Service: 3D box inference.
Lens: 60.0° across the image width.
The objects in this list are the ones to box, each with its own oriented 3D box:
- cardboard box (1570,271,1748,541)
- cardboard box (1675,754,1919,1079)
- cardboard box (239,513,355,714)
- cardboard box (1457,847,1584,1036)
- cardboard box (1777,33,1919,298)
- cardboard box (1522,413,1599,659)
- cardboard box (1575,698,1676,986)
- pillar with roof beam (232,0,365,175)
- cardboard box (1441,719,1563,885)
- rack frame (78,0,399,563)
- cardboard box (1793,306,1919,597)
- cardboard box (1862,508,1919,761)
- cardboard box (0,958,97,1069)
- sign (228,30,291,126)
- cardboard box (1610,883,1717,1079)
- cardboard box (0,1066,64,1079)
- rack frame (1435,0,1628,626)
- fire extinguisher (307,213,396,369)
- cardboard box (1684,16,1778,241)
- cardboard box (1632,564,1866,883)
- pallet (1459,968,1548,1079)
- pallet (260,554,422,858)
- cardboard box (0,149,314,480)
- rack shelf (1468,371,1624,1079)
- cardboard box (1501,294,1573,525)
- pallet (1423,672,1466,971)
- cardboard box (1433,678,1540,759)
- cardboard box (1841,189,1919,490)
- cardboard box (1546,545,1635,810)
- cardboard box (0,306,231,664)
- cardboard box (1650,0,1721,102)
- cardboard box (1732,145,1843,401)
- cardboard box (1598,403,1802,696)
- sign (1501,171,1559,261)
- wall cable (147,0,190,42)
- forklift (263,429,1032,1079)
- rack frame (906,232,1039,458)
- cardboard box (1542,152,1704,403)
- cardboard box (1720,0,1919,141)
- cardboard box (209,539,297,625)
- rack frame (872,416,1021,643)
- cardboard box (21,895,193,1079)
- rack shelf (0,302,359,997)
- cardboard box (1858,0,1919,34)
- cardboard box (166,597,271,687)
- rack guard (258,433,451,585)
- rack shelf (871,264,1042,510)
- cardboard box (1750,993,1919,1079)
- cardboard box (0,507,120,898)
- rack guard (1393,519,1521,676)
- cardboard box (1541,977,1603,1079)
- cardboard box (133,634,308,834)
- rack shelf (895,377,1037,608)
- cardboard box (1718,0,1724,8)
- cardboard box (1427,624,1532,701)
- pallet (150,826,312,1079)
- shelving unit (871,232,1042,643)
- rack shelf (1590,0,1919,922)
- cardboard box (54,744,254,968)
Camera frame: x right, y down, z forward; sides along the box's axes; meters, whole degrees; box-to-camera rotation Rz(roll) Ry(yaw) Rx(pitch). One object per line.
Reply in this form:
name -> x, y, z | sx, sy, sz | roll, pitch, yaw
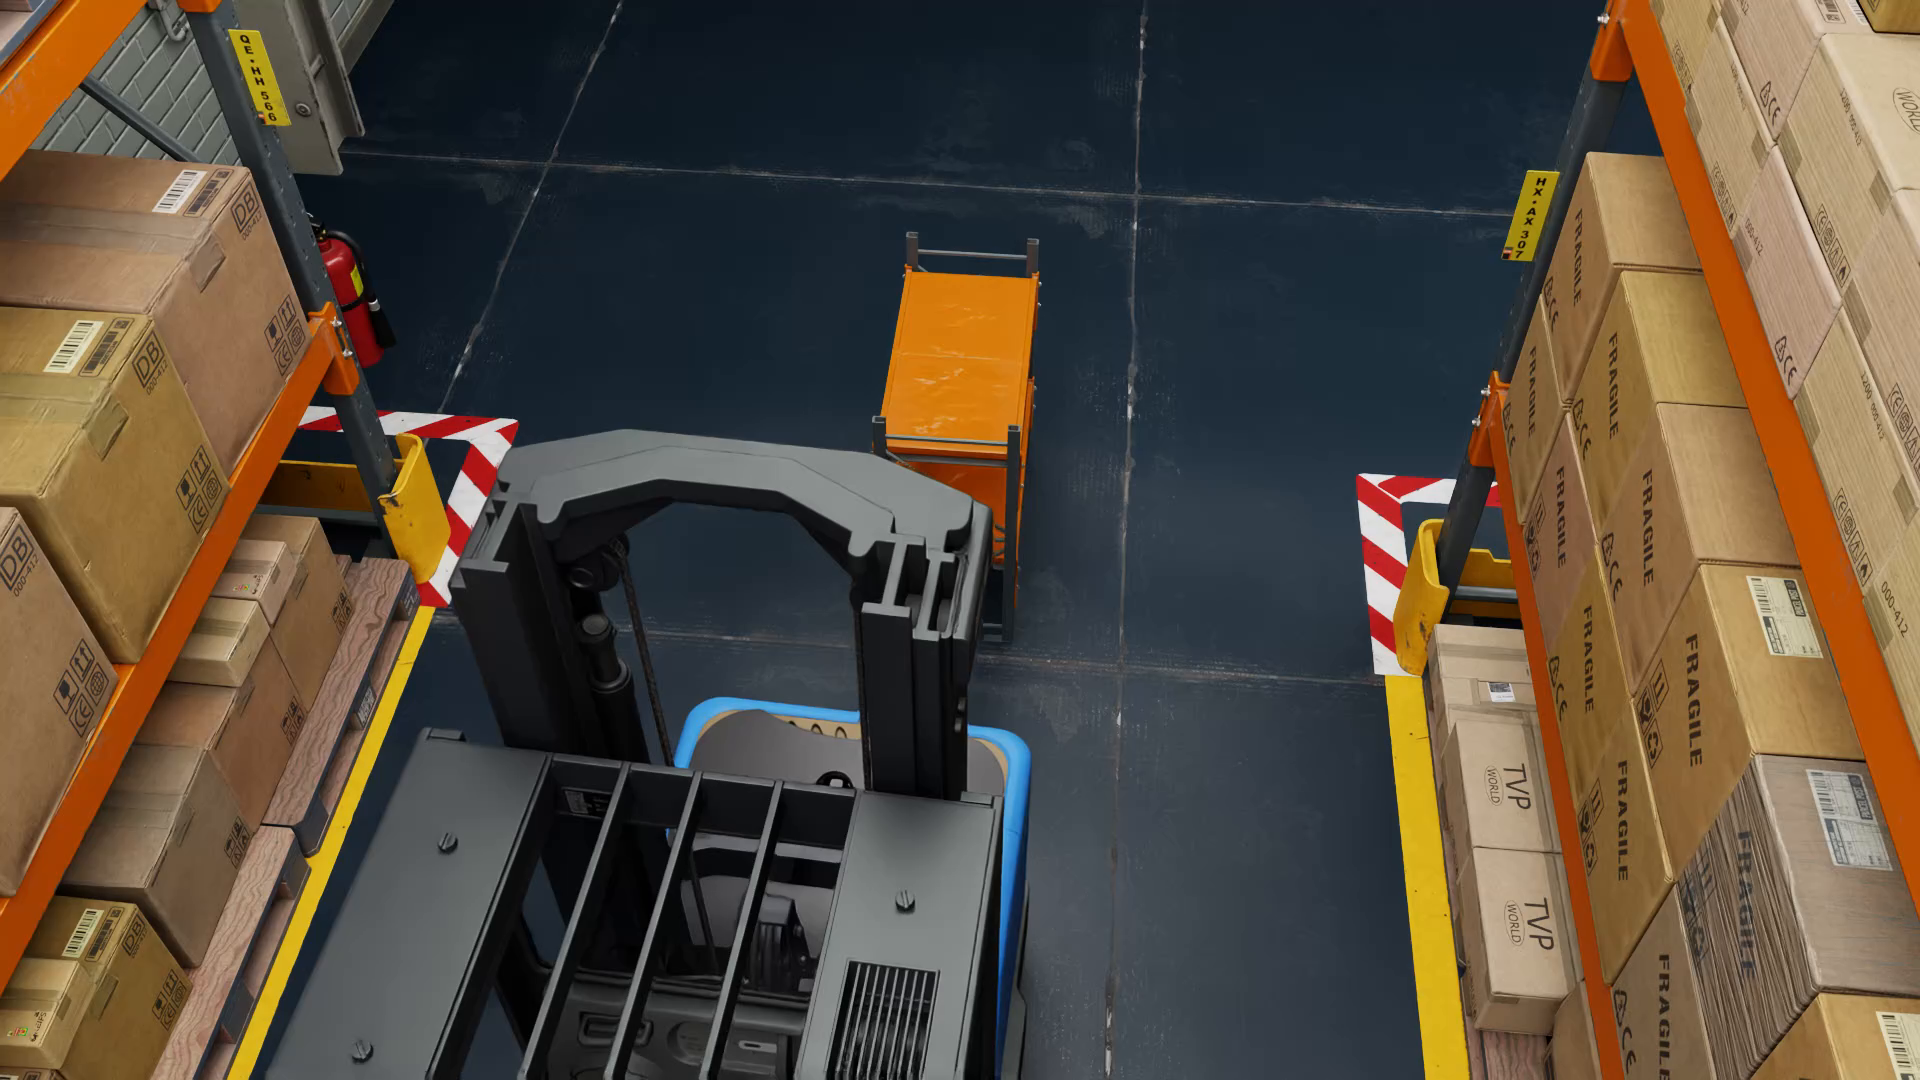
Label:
cardboard box -> 1.922, -0.326, 4.270 | 0.500, 0.500, 0.500 | 4, 48, 4
cardboard box -> 1.779, 0.785, 3.254 | 0.500, 0.500, 0.500 | 4, 48, 4
cardboard box -> -2.633, 0.245, 5.902 | 0.700, 0.500, 0.500 | 4, 48, 4
cardboard box -> 1.842, 1.247, 5.142 | 0.500, 0.250, 0.500 | 4, 48, 4
cardboard box -> 1.867, -0.683, 3.072 | 0.500, 0.250, 0.500 | 4, 48, 4
cardboard box -> 1.920, 0.007, 4.643 | 0.500, 0.500, 0.500 | 3, 48, 3
cardboard box -> 1.824, 0.742, 3.970 | 0.500, 0.500, 0.500 | 4, 48, 4
pillar with roof beam -> 1.003, -4.755, 5.001 | 9.100, 9.000, 0.400 | 4, 48, 4
cardboard box -> 1.887, 0.880, 5.478 | 0.500, 0.250, 0.500 | 4, 48, 4
rack frame -> -2.669, -0.978, 5.612 | 1.000, 3.000, 0.127 | 4, 48, 4
cardboard box -> 1.823, -0.147, 2.920 | 0.500, 0.250, 0.500 | 4, 48, 4
cardboard box -> 1.773, 0.220, 2.585 | 0.500, 0.250, 0.500 | 4, 48, 4
cardboard box -> -2.603, 1.279, 4.517 | 0.380, 0.149, 0.250 | 3, 48, 2
sign -> -2.130, -1.402, 5.054 | 0.100, 0.325, 0.005 | 4, 48, 4
cardboard box -> 1.780, 1.117, 3.628 | 0.500, 0.500, 0.500 | 5, 48, 4
cardboard box -> -2.814, 1.752, 4.524 | 0.700, 0.500, 0.500 | 3, 48, 3
rack frame -> 2.265, -0.647, 5.309 | 1.000, 3.000, 0.127 | 4, 48, 4
fire extinguisher -> -2.195, -0.906, 5.851 | 0.296, 0.674, 0.183 | 4, 48, 4
cardboard box -> 1.906, -0.882, 3.593 | 0.500, 0.250, 0.500 | 4, 48, 4
cardboard box -> 1.826, 0.415, 3.592 | 0.500, 0.500, 0.500 | 3, 48, 3
pallet -> 2.072, 1.830, 4.934 | 1.003, 0.211, 1.213 | 4, 48, 4
pallet -> -2.664, 0.556, 6.098 | 1.003, 0.211, 1.213 | 4, 48, 4
cardboard box -> -2.705, -0.704, 5.157 | 0.980, 0.700, 0.700 | 6, 48, 5
rack shelf -> 2.082, 1.065, 4.231 | 1.077, 0.370, 4.000 | 4, 48, 4
cardboard box -> 1.962, -0.373, 4.990 | 0.500, 0.500, 0.500 | 5, 48, 4
pallet -> 2.186, 0.936, 5.751 | 1.003, 0.211, 1.213 | 4, 48, 4
cardboard box -> 1.862, 0.629, 5.764 | 0.380, 0.166, 0.250 | 4, 48, 4
cardboard box -> 1.817, -0.316, 2.736 | 0.500, 0.250, 0.500 | 4, 48, 4
cardboard box -> 1.871, 0.375, 4.306 | 0.500, 0.500, 0.500 | 4, 48, 3
cardboard box -> -2.760, -0.168, 4.668 | 0.980, 0.700, 0.700 | 4, 48, 3
cardboard box -> 1.965, -1.249, 3.928 | 0.500, 0.250, 0.500 | 4, 48, 4
cardboard box -> 1.862, -0.515, 3.257 | 0.500, 0.250, 0.500 | 4, 48, 4
cardboard box -> 1.871, 0.042, 3.934 | 0.500, 0.500, 0.500 | 4, 48, 4
sign -> 1.724, -0.976, 5.023 | 0.100, 0.325, 0.005 | 4, 48, 4
wall cable -> -3.494, -2.325, 6.155 | 0.084, 1.984, 1.851 | 4, 48, 4
forklift -> -0.500, 1.316, 3.560 | 1.130, 2.935, 3.031 | 6, 48, 6
rack frame -> 0.047, -0.758, 6.681 | 0.500, 1.125, 0.032 | 4, 48, 4
cardboard box -> 1.962, -0.710, 4.621 | 0.500, 0.500, 0.500 | 5, 48, 5
cardboard box -> 1.906, -1.051, 3.408 | 0.500, 0.250, 0.500 | 4, 48, 4
cardboard box -> -2.463, 0.133, 5.565 | 0.380, 0.149, 0.250 | 3, 48, 3
rack frame -> -0.046, -0.011, 5.998 | 0.500, 1.125, 0.032 | 4, 48, 4
cardboard box -> -2.765, 1.375, 4.869 | 0.700, 0.500, 0.500 | 5, 48, 4
rack shelf -> -2.851, 0.735, 4.533 | 1.077, 0.370, 4.000 | 4, 48, 4
cardboard box -> 2.104, -1.291, 3.120 | 0.700, 0.500, 0.500 | 4, 48, 4
cardboard box -> -2.486, 0.321, 5.394 | 0.380, 0.149, 0.250 | 5, 48, 5
rack guard -> -2.666, -0.152, 6.550 | 1.175, 0.500, 0.348 | 4, 48, 4
rack shelf -> 0.001, -0.582, 6.123 | 0.538, 0.278, 1.000 | 4, 48, 4
cardboard box -> 1.732, 1.155, 2.915 | 0.500, 0.500, 0.500 | 3, 48, 3
cardboard box -> -2.839, 0.391, 4.156 | 0.980, 0.700, 0.700 | 2, 48, 2
rack guard -> 2.258, 0.252, 6.181 | 1.175, 0.500, 0.348 | 4, 48, 4
cardboard box -> 2.066, 1.605, 4.643 | 0.797, 0.503, 0.637 | 4, 48, 4
cardboard box -> -2.678, 0.613, 5.566 | 0.700, 0.500, 0.500 | 4, 48, 3
rack shelf -> 0.001, -0.220, 6.520 | 0.538, 0.278, 1.000 | 4, 48, 4
cardboard box -> 1.959, -1.418, 3.744 | 0.500, 0.250, 0.500 | 4, 48, 4
cardboard box -> 1.884, 0.451, 5.939 | 0.380, 0.149, 0.250 | 4, 48, 4
pallet -> -2.777, 1.450, 5.281 | 1.003, 0.211, 1.213 | 4, 48, 4
shelving unit -> 0.001, -0.385, 6.339 | 0.538, 1.125, 1.048 | 4, 48, 4
rack shelf -> 2.082, 0.053, 3.124 | 1.077, 0.370, 4.000 | 4, 48, 4
cardboard box -> -2.724, 0.983, 5.228 | 0.700, 0.500, 0.500 | 2, 48, 2
